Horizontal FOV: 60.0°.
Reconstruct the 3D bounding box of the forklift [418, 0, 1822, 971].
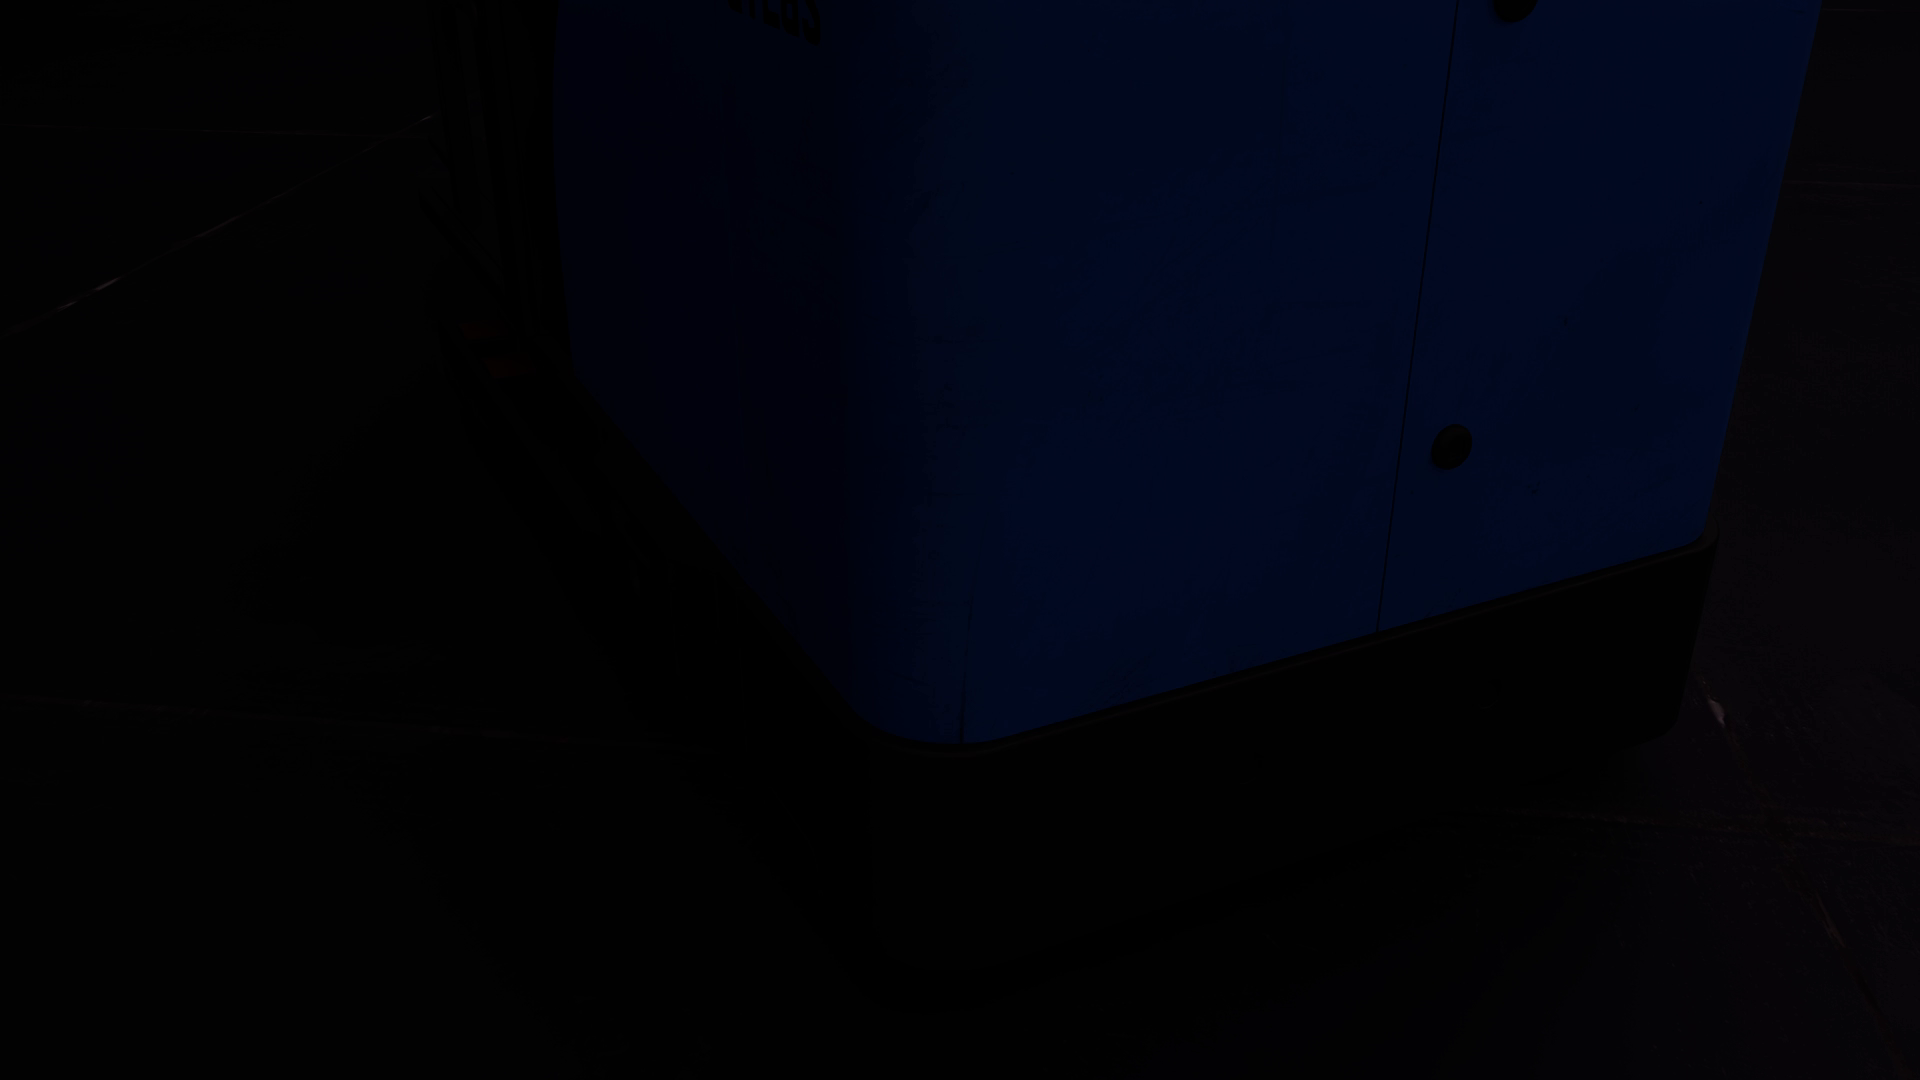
[{"bbox_3d":[-0.270,-1.540,2.304,1.130,2.935,3.031,-13,29,-24],"label":"forklift"}]
